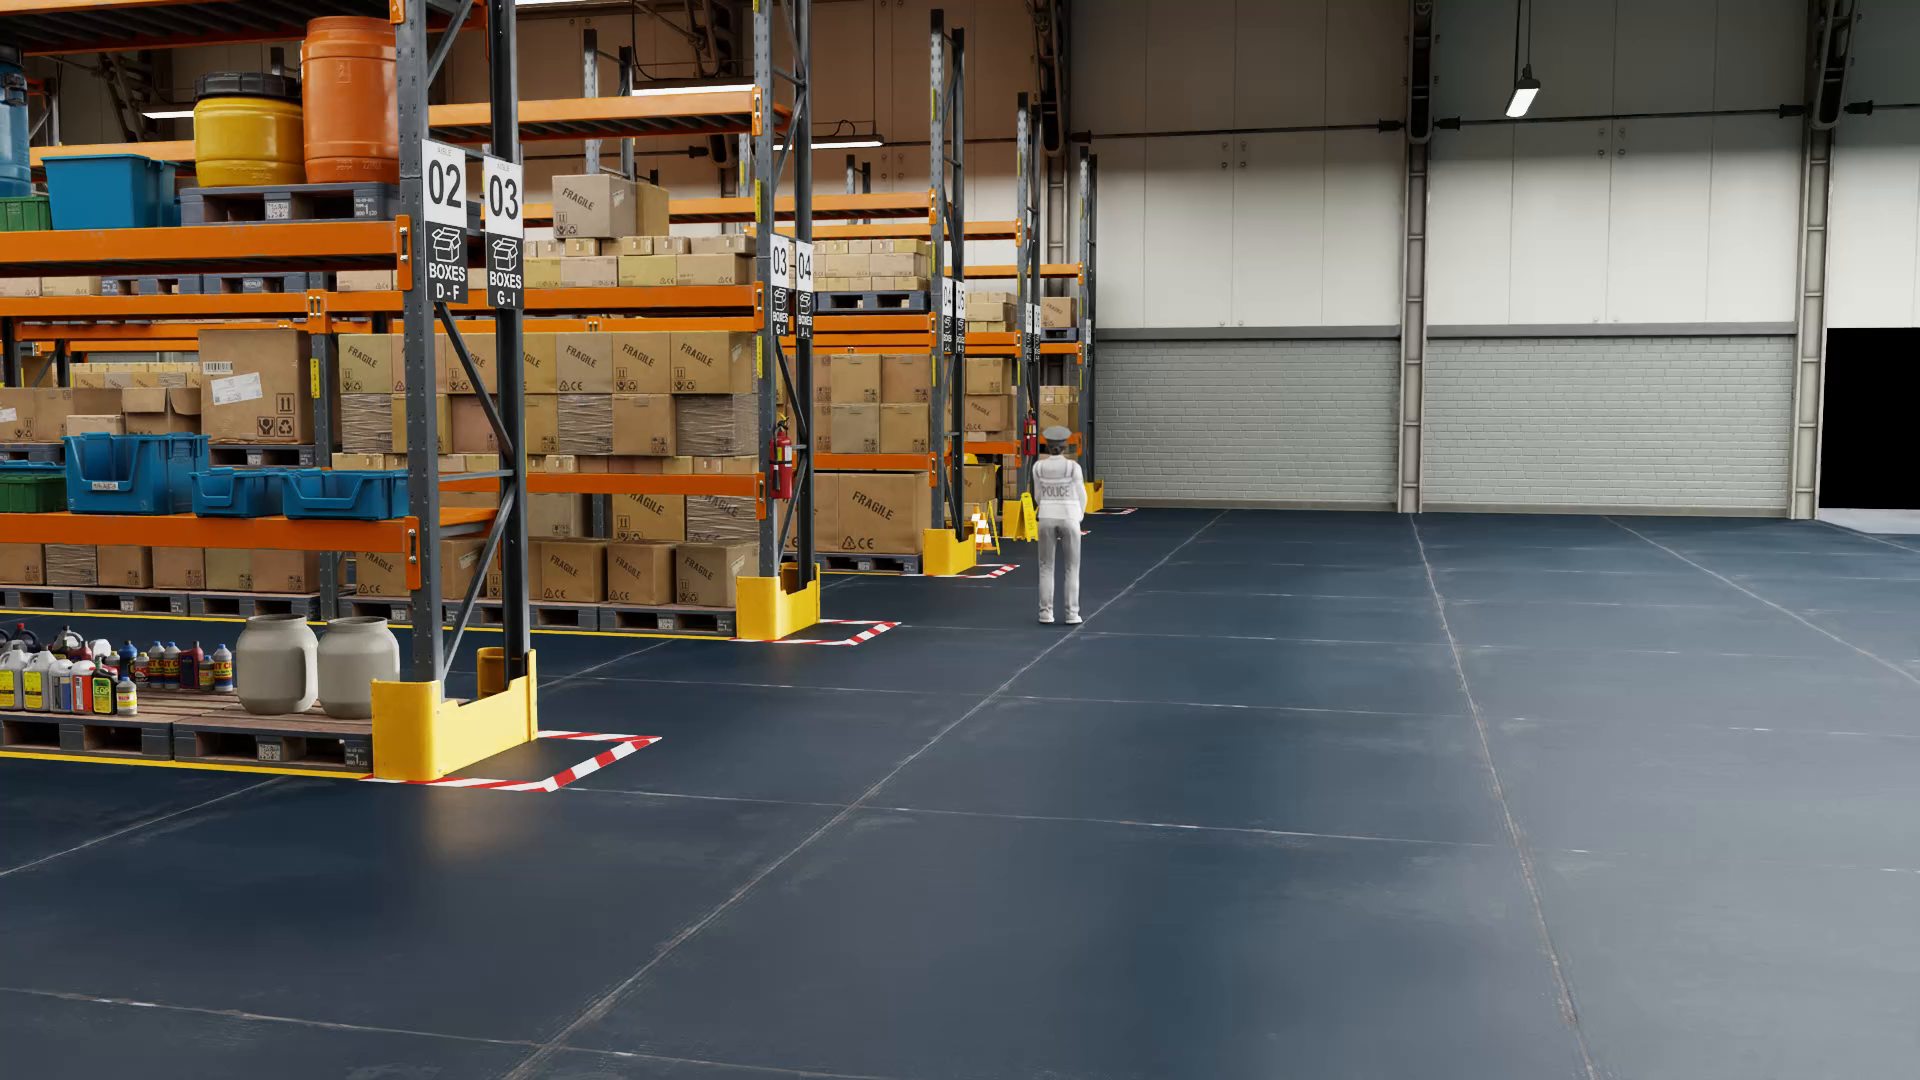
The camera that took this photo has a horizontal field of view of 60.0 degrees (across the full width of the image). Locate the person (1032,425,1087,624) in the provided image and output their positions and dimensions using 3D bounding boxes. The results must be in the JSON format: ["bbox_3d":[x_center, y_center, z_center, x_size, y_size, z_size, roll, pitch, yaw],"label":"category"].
[{"bbox_3d":[0.862,-0.134,14.203,0.459,1.689,0.547,1,5,14],"label":"person"}]
